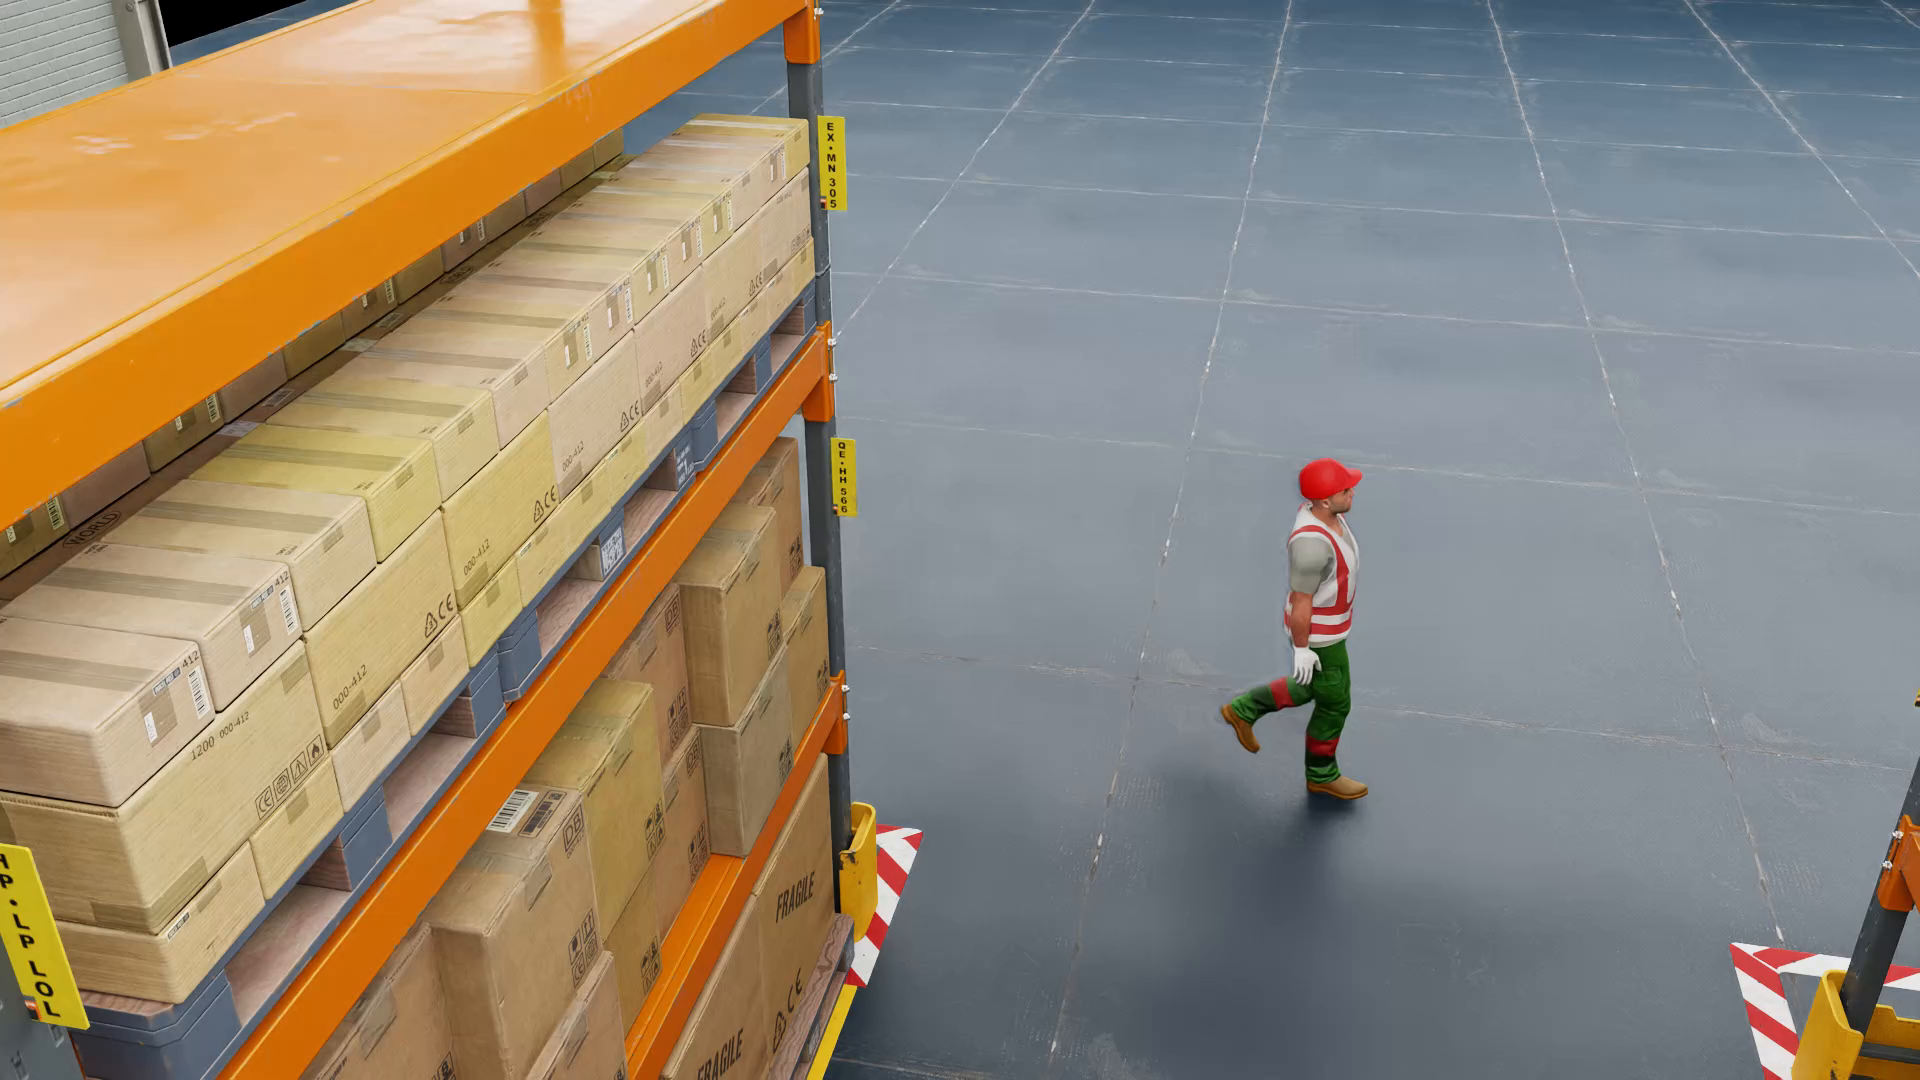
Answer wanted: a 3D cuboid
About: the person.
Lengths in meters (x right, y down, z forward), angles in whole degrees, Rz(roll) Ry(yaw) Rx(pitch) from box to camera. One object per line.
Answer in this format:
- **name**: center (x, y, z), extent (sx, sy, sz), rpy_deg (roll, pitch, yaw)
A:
- **person**: center (1.639, 0.402, 7.831), extent (0.759, 1.773, 0.549), rpy_deg (8, 30, 14)
